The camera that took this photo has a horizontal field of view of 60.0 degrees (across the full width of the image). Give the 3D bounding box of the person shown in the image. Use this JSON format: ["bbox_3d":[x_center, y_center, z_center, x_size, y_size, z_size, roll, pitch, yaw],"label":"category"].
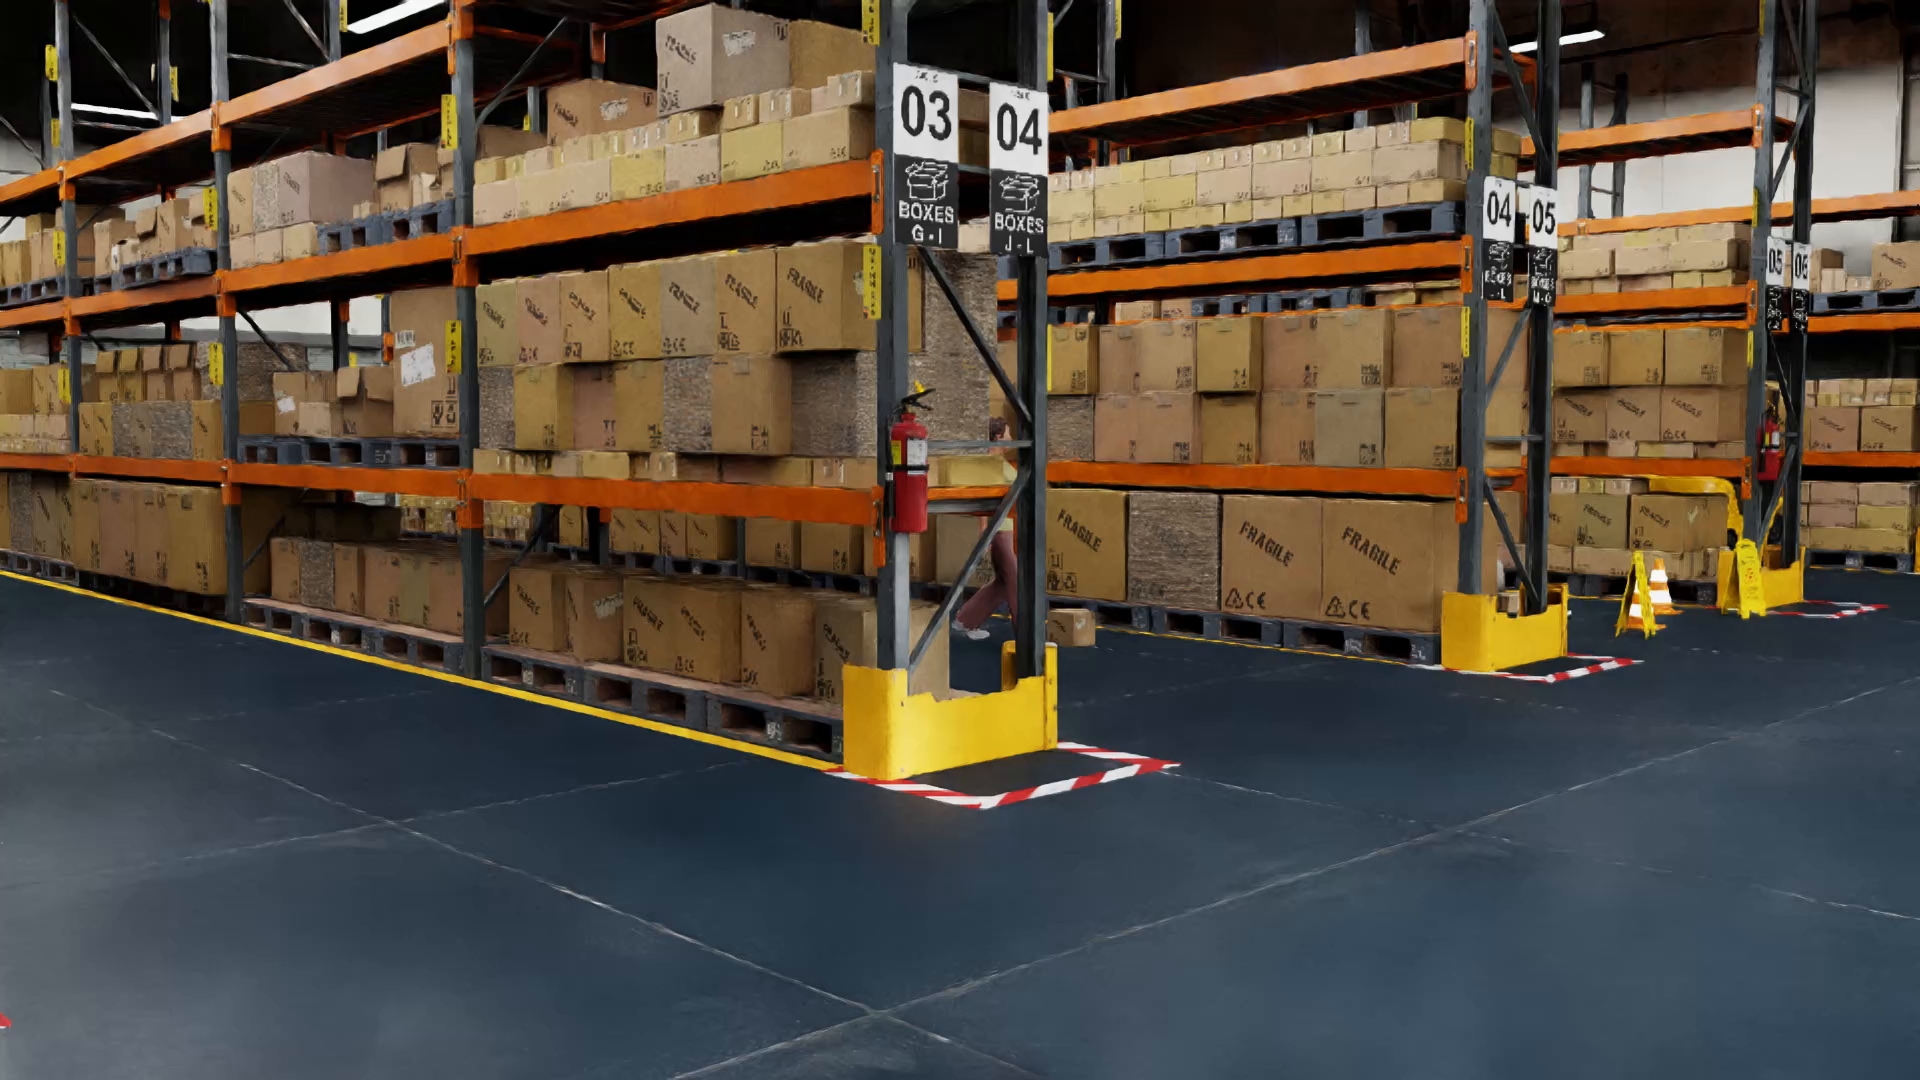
[{"bbox_3d":[0.323,0.079,11.788,0.856,1.383,0.466,1,4,17],"label":"person"}]
